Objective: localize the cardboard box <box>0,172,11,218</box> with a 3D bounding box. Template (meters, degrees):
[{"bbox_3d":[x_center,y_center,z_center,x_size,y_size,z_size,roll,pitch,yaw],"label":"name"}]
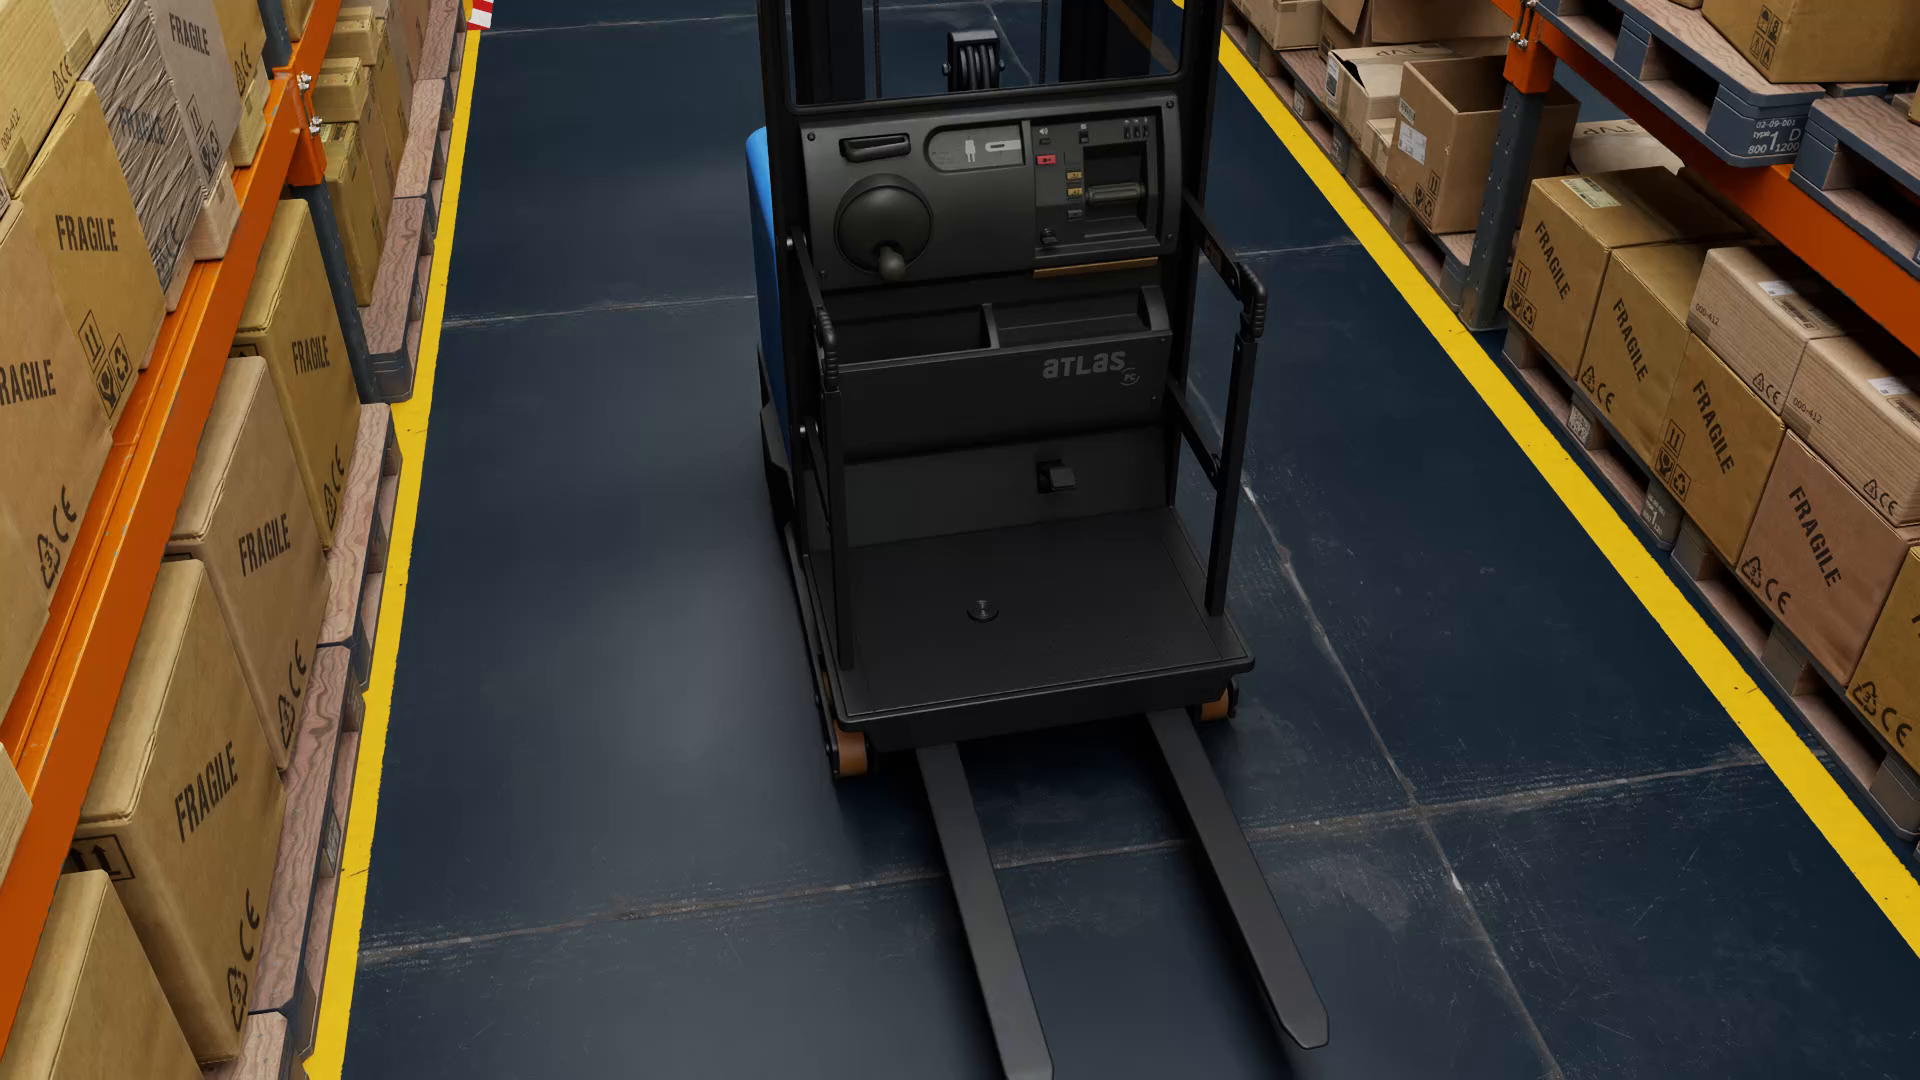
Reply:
[{"bbox_3d":[-1.789,-0.487,2.480,0.500,0.250,0.500,-6,38,-8],"label":"cardboard box"}]

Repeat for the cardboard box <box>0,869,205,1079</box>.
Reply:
[{"bbox_3d":[-1.776,1.127,2.764,0.750,0.750,0.750,-7,38,-9],"label":"cardboard box"}]

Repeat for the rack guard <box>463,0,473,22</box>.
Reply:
[{"bbox_3d":[-3.183,-2.957,8.649,1.175,0.500,0.348,-6,38,-8],"label":"rack guard"}]

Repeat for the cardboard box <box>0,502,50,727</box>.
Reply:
[{"bbox_3d":[-1.692,0.099,2.337,0.500,0.500,0.500,-5,38,-6],"label":"cardboard box"}]

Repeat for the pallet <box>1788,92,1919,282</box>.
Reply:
[{"bbox_3d":[2.754,-0.731,3.903,1.003,0.211,1.213,-6,38,-8],"label":"pallet"}]

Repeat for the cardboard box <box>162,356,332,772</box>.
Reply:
[{"bbox_3d":[-2.077,0.084,4.106,0.750,0.750,0.750,-5,38,-7],"label":"cardboard box"}]

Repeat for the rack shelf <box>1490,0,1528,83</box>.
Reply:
[{"bbox_3d":[2.048,-2.973,7.218,1.077,0.370,4.000,-6,38,-8],"label":"rack shelf"}]

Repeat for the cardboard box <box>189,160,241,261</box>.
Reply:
[{"bbox_3d":[-1.967,-0.784,4.003,0.380,0.149,0.250,-6,38,-8],"label":"cardboard box"}]

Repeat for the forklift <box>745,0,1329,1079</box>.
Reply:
[{"bbox_3d":[0.134,-0.780,3.865,1.130,2.935,3.031,-8,38,-10],"label":"forklift"}]

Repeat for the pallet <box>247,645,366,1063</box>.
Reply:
[{"bbox_3d":[-2.051,0.784,4.069,1.003,0.211,1.213,-6,38,-8],"label":"pallet"}]

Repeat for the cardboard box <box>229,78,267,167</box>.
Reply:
[{"bbox_3d":[-2.072,-1.099,4.408,0.380,0.149,0.250,-6,38,-7],"label":"cardboard box"}]

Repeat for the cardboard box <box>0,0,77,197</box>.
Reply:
[{"bbox_3d":[-1.884,-0.795,2.876,0.500,0.250,0.500,-7,38,-9],"label":"cardboard box"}]

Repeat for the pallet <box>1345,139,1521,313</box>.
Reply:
[{"bbox_3d":[2.279,-1.362,6.832,1.003,0.211,1.213,-6,38,-8],"label":"pallet"}]

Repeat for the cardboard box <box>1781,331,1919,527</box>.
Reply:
[{"bbox_3d":[2.507,-0.306,4.267,0.500,0.250,0.500,-7,38,-9],"label":"cardboard box"}]

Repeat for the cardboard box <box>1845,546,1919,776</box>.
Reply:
[{"bbox_3d":[2.614,0.328,4.061,0.500,0.500,0.500,-8,38,-10],"label":"cardboard box"}]

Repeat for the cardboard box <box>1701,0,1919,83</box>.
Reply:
[{"bbox_3d":[2.444,-1.535,4.358,0.700,0.500,0.500,-1,38,-1],"label":"cardboard box"}]

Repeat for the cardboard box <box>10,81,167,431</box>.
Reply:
[{"bbox_3d":[-1.877,-0.514,3.127,0.500,0.500,0.500,-5,38,-7],"label":"cardboard box"}]

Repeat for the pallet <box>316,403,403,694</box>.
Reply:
[{"bbox_3d":[-2.268,0.045,5.020,1.003,0.211,1.213,-6,38,-8],"label":"pallet"}]

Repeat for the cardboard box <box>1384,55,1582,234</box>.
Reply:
[{"bbox_3d":[2.019,-1.549,6.478,0.500,0.500,0.500,-6,38,-8],"label":"cardboard box"}]

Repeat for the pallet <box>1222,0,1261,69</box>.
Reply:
[{"bbox_3d":[1.851,-2.836,8.729,1.003,0.211,1.213,-6,38,-8],"label":"pallet"}]

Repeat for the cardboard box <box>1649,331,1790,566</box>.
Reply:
[{"bbox_3d":[2.428,-0.293,4.862,0.500,0.500,0.500,-6,38,-7],"label":"cardboard box"}]

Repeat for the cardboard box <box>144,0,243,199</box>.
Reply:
[{"bbox_3d":[-2.049,-1.120,3.906,0.500,0.500,0.500,-6,38,-8],"label":"cardboard box"}]

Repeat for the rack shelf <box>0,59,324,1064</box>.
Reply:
[{"bbox_3d":[-2.127,-0.022,3.419,1.077,0.370,4.000,-6,38,-8],"label":"rack shelf"}]

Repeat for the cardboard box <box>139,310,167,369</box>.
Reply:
[{"bbox_3d":[-1.960,-0.477,3.607,0.380,0.149,0.250,-7,38,-9],"label":"cardboard box"}]

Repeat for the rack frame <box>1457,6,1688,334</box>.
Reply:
[{"bbox_3d":[2.399,-2.049,5.442,1.000,3.000,0.127,-6,38,-8],"label":"rack frame"}]

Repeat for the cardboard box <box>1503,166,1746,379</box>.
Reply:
[{"bbox_3d":[2.243,-0.917,5.664,0.500,0.500,0.500,-8,39,-10],"label":"cardboard box"}]

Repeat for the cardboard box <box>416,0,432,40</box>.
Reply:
[{"bbox_3d":[-2.958,-2.696,7.971,0.700,0.500,0.500,-6,38,-8],"label":"cardboard box"}]

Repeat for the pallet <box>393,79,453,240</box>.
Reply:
[{"bbox_3d":[-2.751,-1.619,7.162,1.003,0.211,1.213,-6,38,-8],"label":"pallet"}]

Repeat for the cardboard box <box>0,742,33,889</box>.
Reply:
[{"bbox_3d":[-1.605,0.447,2.418,0.380,0.149,0.250,-5,38,-7],"label":"cardboard box"}]

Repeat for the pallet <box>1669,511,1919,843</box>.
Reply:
[{"bbox_3d":[2.796,0.278,4.720,1.003,0.211,1.213,-6,38,-8],"label":"pallet"}]

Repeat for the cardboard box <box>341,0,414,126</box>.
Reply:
[{"bbox_3d":[-2.781,-2.091,7.191,0.700,0.500,0.500,-7,38,-9],"label":"cardboard box"}]

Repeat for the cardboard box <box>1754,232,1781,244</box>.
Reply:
[{"bbox_3d":[2.846,-0.669,5.345,0.500,0.500,0.500,-6,38,-8],"label":"cardboard box"}]

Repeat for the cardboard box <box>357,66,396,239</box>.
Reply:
[{"bbox_3d":[-2.593,-1.459,6.378,0.700,0.500,0.500,-7,38,-8],"label":"cardboard box"}]

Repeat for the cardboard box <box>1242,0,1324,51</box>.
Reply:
[{"bbox_3d":[1.689,-2.590,8.021,0.500,0.250,0.500,-6,38,-8],"label":"cardboard box"}]

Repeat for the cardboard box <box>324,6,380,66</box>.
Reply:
[{"bbox_3d":[-2.480,-1.953,6.485,0.380,0.149,0.250,-7,38,-9],"label":"cardboard box"}]

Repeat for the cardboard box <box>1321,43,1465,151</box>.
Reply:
[{"bbox_3d":[1.888,-1.927,7.119,0.500,0.311,0.500,-6,38,-8],"label":"cardboard box"}]
